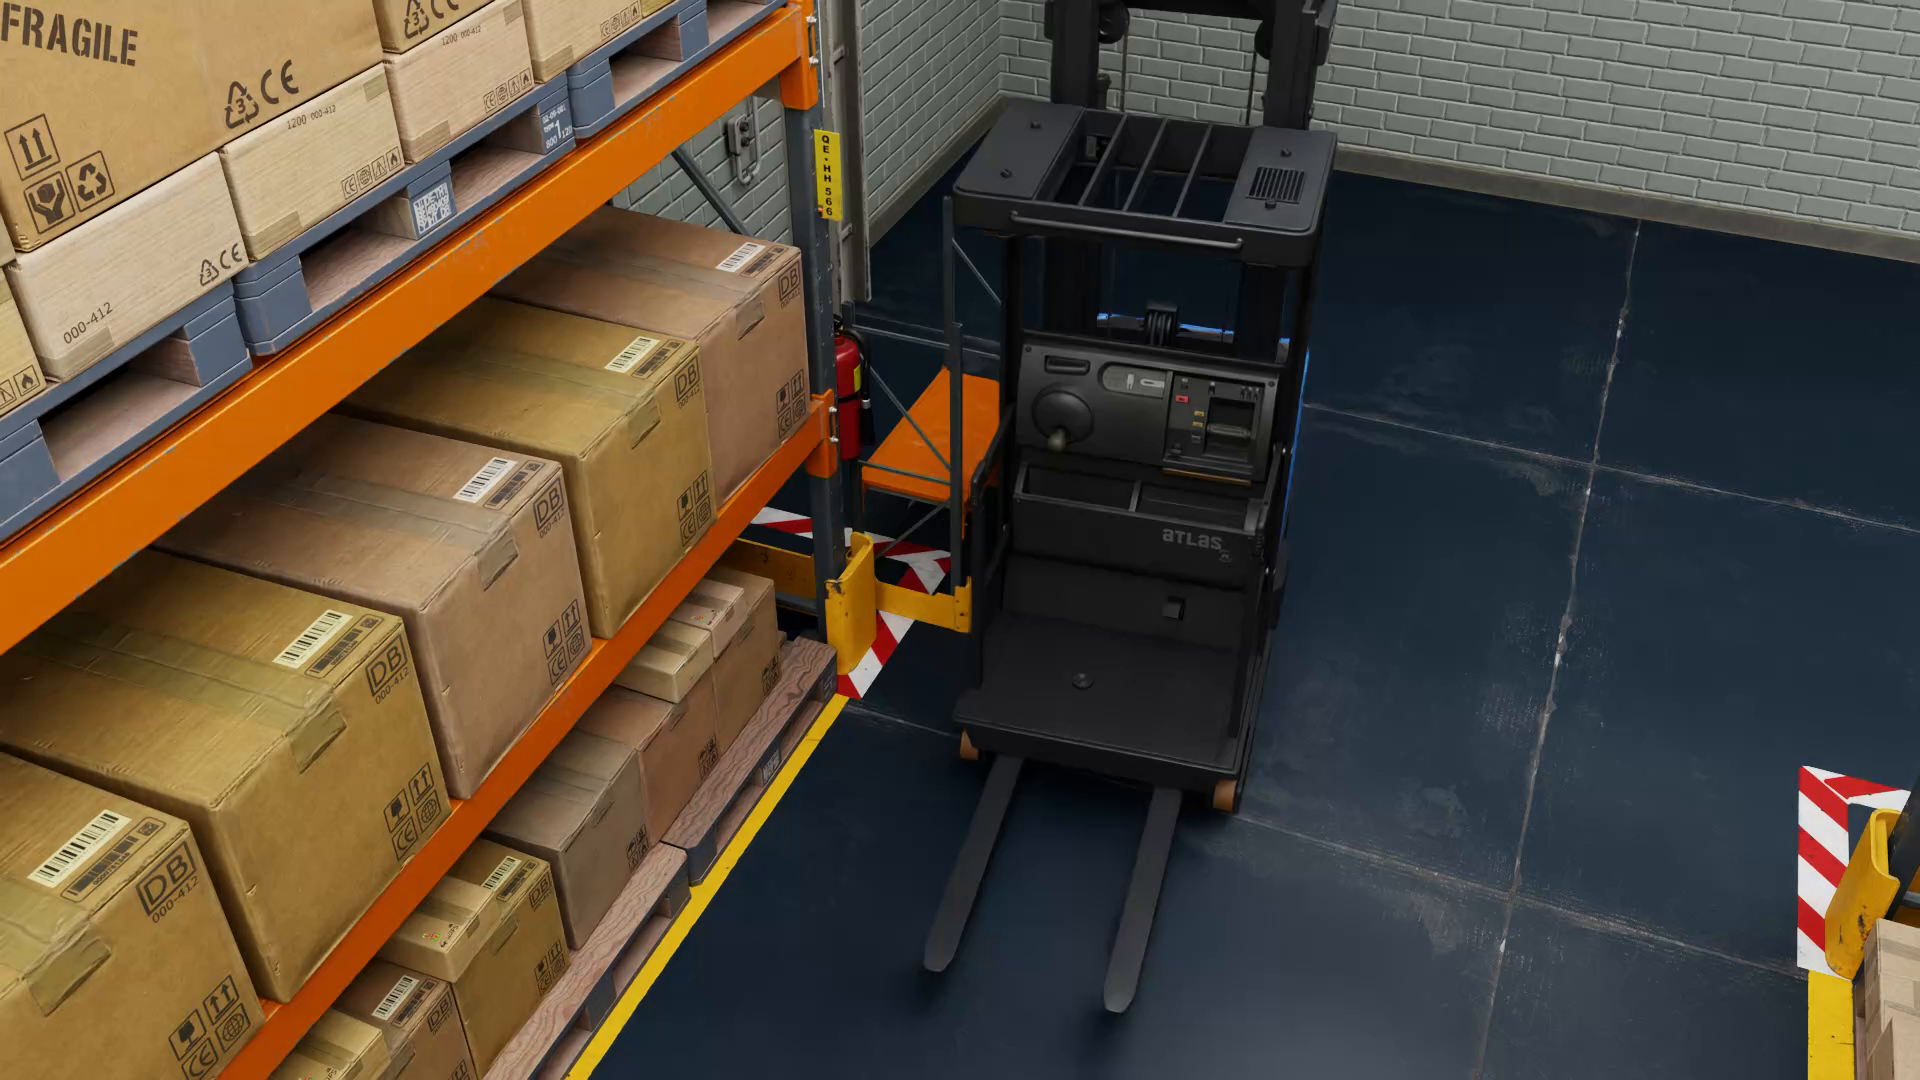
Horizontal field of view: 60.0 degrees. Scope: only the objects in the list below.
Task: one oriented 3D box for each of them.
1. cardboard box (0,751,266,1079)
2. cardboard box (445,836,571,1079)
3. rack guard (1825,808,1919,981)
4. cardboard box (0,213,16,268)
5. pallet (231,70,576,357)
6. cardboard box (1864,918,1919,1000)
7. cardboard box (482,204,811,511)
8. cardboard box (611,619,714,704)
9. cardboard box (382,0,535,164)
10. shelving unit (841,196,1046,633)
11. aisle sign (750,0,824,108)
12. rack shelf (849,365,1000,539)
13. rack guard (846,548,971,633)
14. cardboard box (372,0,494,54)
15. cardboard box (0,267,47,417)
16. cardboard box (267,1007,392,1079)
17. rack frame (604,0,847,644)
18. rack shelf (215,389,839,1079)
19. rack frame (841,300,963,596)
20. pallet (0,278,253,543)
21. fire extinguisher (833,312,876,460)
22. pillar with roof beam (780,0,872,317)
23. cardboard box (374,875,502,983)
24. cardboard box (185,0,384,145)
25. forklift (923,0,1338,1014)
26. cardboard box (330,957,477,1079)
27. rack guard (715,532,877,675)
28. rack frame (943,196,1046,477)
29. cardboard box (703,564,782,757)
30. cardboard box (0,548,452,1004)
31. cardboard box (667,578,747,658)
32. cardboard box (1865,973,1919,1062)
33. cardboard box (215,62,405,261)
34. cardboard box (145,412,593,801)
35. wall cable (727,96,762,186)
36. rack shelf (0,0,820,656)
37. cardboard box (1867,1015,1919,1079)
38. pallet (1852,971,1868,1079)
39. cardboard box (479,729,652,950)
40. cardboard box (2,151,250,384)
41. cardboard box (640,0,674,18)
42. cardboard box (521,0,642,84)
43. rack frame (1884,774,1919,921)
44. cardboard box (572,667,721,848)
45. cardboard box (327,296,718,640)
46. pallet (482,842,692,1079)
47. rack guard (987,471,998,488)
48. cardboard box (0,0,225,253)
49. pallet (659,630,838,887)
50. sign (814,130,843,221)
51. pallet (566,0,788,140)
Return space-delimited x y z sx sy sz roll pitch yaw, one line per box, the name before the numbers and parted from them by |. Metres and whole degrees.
cardboard box | -2.255 0.962 3.706 0.980 0.700 0.700 14 39 18
cardboard box | -1.706 1.260 5.295 0.700 0.500 0.500 15 39 19
rack guard | 3.599 1.334 5.547 1.175 0.500 0.348 14 39 18
cardboard box | -1.946 -0.602 2.609 0.500 0.500 0.500 13 39 17
pallet | -1.690 -0.910 4.031 1.003 0.211 1.213 14 39 18
cardboard box | 3.151 1.410 5.372 0.380 0.149 0.250 14 39 18
cardboard box | -1.140 -0.671 5.892 0.980 0.700 0.700 16 40 20
cardboard box | -1.106 0.402 5.902 0.380 0.149 0.250 15 39 19
cardboard box | -1.378 -1.142 3.957 0.500 0.250 0.500 13 39 16
shelving unit | -0.029 -0.559 7.245 0.587 1.500 1.083 14 39 18
aisle sign | -0.650 -1.848 5.546 0.394 0.787 0.004 14 39 18
rack shelf | -0.032 -0.409 7.345 0.538 0.185 1.000 14 39 18
rack guard | -0.218 0.218 7.250 0.587 0.250 0.087 14 39 18
cardboard box | -1.372 -1.453 3.747 0.500 0.500 0.500 12 38 16
cardboard box | -1.970 -0.293 2.822 0.500 0.250 0.500 14 39 18
cardboard box | -1.798 1.414 4.549 0.380 0.149 0.250 15 39 19
rack frame | -0.955 -0.835 6.362 1.000 3.000 0.127 14 39 18
rack shelf | -1.716 0.560 5.096 1.077 0.370 4.000 14 39 18
rack frame | -0.226 -0.272 6.861 0.500 1.500 0.032 14 39 18
pallet | -2.156 -0.237 3.131 1.003 0.211 1.213 14 39 18
fire extinguisher | -0.471 -0.634 6.468 0.296 0.674 0.183 14 39 18
pillar with roof beam | 3.254 -3.950 5.518 9.100 9.000 0.400 14 39 18
cardboard box | -1.600 1.125 4.935 0.380 0.149 0.250 13 39 16
cardboard box | -1.573 -1.162 3.359 0.500 0.500 0.500 14 39 18
forklift | 0.612 -0.401 5.838 1.130 2.935 3.031 10 38 13
cardboard box | -1.903 1.544 4.916 0.700 0.500 0.500 13 39 17
rack guard | -0.946 0.152 7.128 1.175 0.500 0.348 14 39 18
rack frame | 0.161 -0.835 7.614 0.500 1.500 0.032 14 39 18
cardboard box | -1.129 0.408 6.436 0.700 0.500 0.500 14 39 18
cardboard box | -1.972 0.559 4.245 0.980 0.700 0.700 13 39 17
cardboard box | -1.009 0.261 6.091 0.380 0.149 0.250 13 39 17
cardboard box | 3.055 1.541 5.181 0.380 0.166 0.250 14 39 18
cardboard box | -1.575 -0.858 3.577 0.500 0.250 0.500 13 39 17
cardboard box | -1.705 0.154 4.787 0.980 0.700 0.700 12 38 16
wall cable | -1.342 -2.167 7.295 0.084 1.984 1.851 14 39 18
rack shelf | -1.716 -0.641 4.198 1.077 0.370 4.000 14 39 18
cardboard box | 2.968 1.729 4.860 0.500 0.250 0.500 14 39 18
pallet | 3.296 1.892 5.043 1.003 0.211 1.213 14 39 18
cardboard box | -1.510 0.964 5.693 0.700 0.500 0.500 13 39 16
cardboard box | -1.763 -0.572 3.195 0.500 0.250 0.500 13 39 17
cardboard box | -0.988 -1.719 4.730 0.500 0.250 0.500 15 39 19
cardboard box | -1.185 -1.431 4.344 0.500 0.250 0.500 12 39 16
rack frame | 3.628 0.291 4.855 1.000 3.000 0.127 14 39 18
cardboard box | -1.319 0.685 6.065 0.700 0.500 0.500 14 39 18
cardboard box | -1.406 -0.266 5.349 0.980 0.700 0.700 14 39 17
pallet | -1.652 1.415 5.681 1.003 0.211 1.213 14 39 18
rack guard | 0.160 -0.334 7.988 0.587 0.250 0.087 14 39 18
cardboard box | -1.756 -0.888 2.991 0.500 0.500 0.500 13 39 17
pallet | -1.187 0.742 6.581 1.003 0.211 1.213 14 39 18
sign | -0.458 -1.263 5.769 0.100 0.325 0.005 14 39 18
pallet | -1.227 -1.588 4.938 1.003 0.211 1.213 14 39 18
